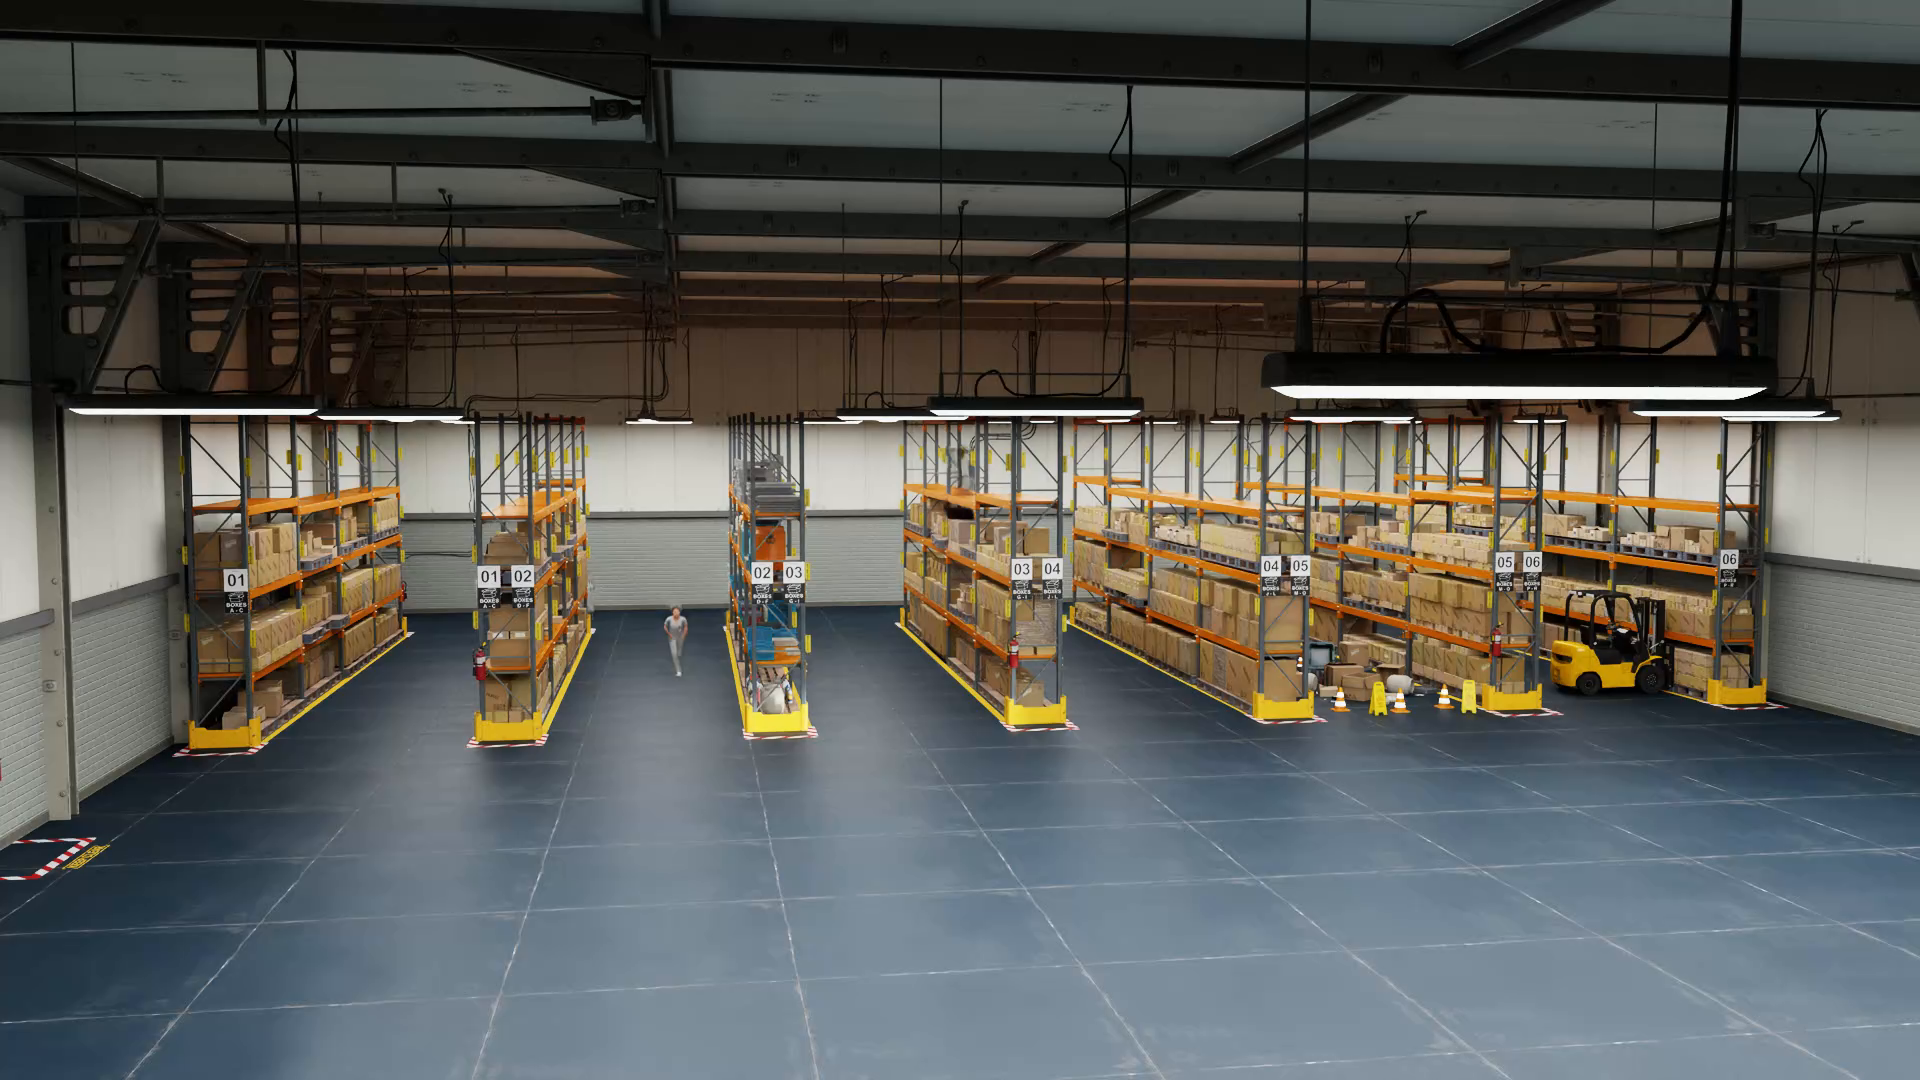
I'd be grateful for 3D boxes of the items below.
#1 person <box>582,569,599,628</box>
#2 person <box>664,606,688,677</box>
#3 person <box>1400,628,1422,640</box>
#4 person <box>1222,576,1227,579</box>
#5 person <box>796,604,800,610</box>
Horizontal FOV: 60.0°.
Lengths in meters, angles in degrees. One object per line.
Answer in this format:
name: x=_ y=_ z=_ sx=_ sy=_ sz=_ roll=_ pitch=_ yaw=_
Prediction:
person: x=-10.600 y=1.687 z=47.274 sx=0.652 sy=1.719 sz=0.611 roll=1 pitch=4 yaw=15
person: x=-6.573 y=2.316 z=38.497 sx=0.538 sy=1.617 sz=0.786 roll=-1 pitch=4 yaw=-9
person: x=11.998 y=1.807 z=44.576 sx=0.724 sy=1.794 sz=0.922 roll=-1 pitch=4 yaw=-17
person: x=7.070 y=1.859 z=44.369 sx=0.600 sy=1.785 sz=0.853 roll=-1 pitch=4 yaw=-17
person: x=-4.924 y=1.542 z=48.921 sx=0.578 sy=1.730 sz=0.659 roll=0 pitch=4 yaw=6
